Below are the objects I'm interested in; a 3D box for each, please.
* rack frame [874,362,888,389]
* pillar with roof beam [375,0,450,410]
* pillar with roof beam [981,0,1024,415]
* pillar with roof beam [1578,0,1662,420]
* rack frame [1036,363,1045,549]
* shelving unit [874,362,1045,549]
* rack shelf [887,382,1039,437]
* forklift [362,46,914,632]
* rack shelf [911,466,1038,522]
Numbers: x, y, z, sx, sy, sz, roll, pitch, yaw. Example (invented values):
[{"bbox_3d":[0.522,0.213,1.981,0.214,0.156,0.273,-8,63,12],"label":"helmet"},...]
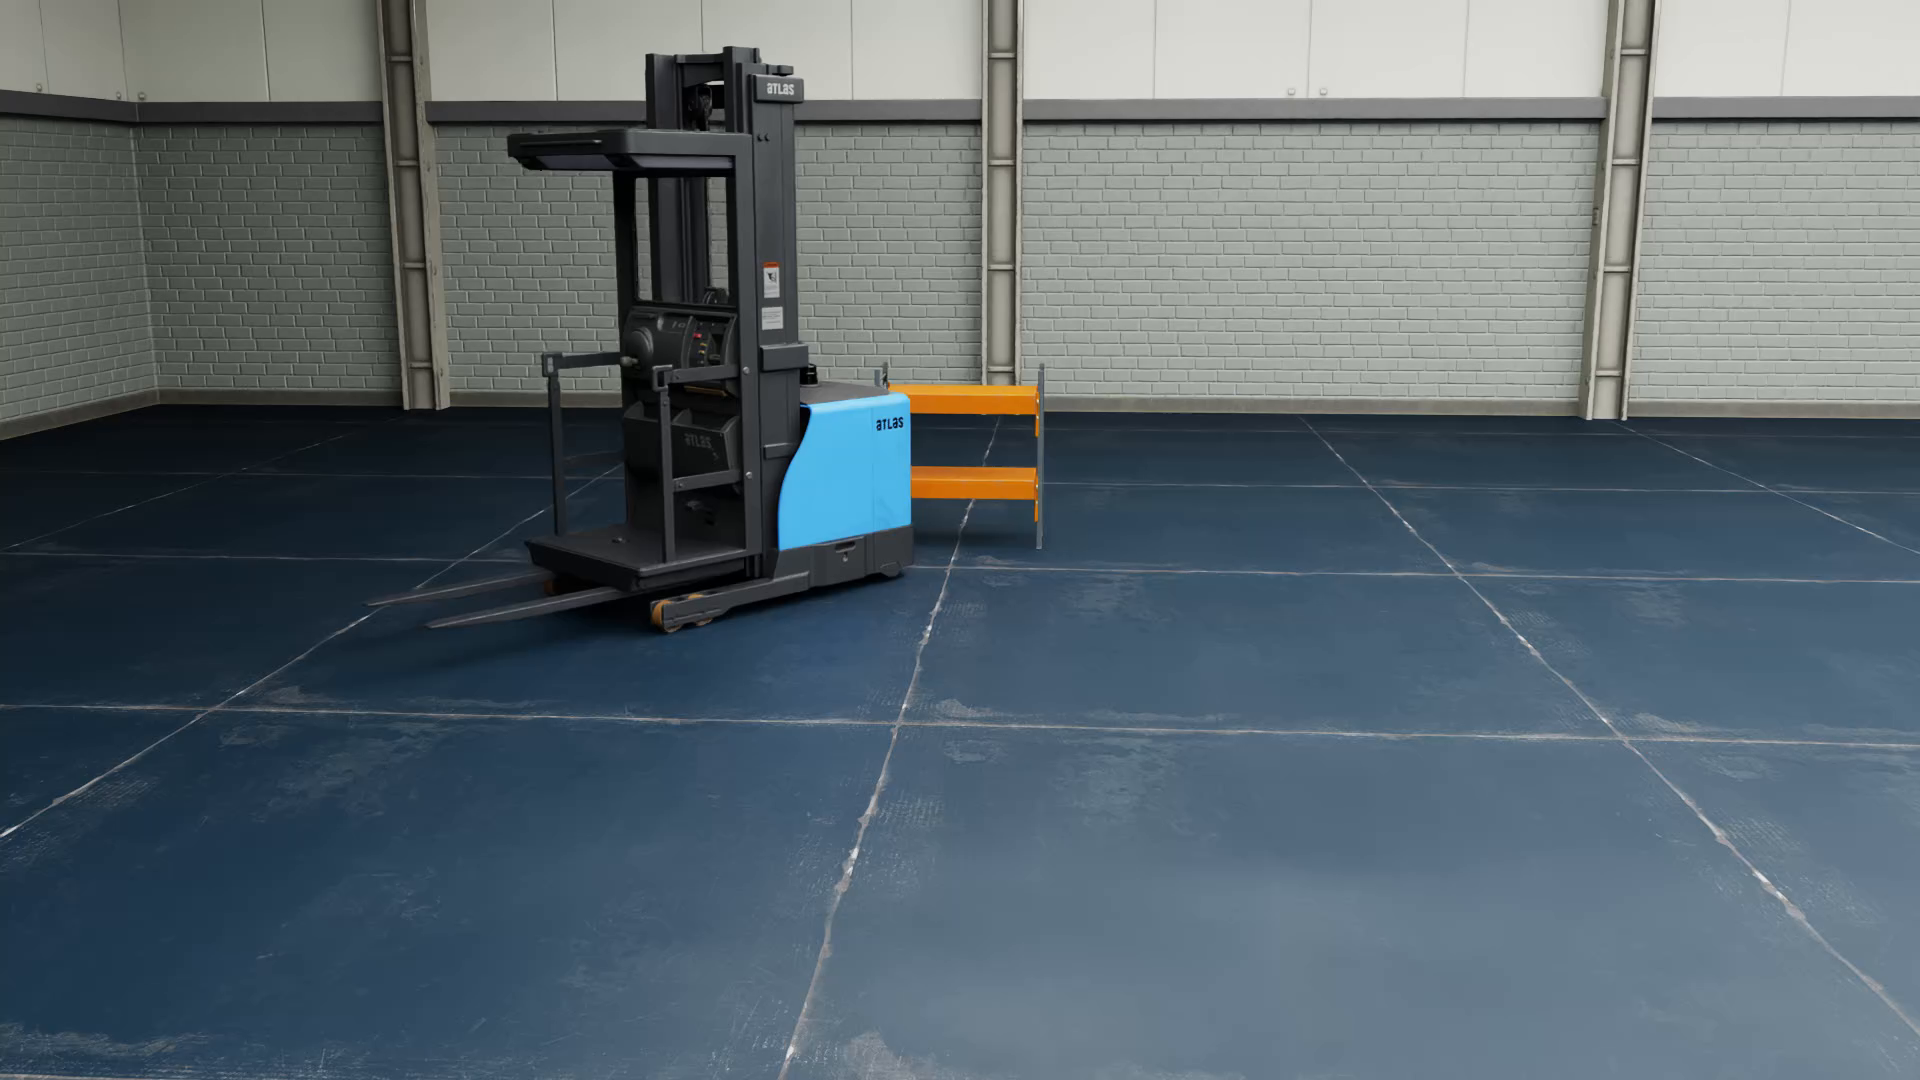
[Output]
[{"bbox_3d":[-0.500,-0.557,10.686,0.032,1.125,0.500,1,12,4],"label":"rack frame"},{"bbox_3d":[-5.855,-4.909,12.255,0.400,9.000,9.100,1,12,4],"label":"pillar with roof beam"},{"bbox_3d":[0.132,-4.826,11.863,0.400,9.000,9.100,1,12,4],"label":"pillar with roof beam"},{"bbox_3d":[6.119,-4.744,11.471,0.400,9.000,9.100,1,12,4],"label":"pillar with roof beam"},{"bbox_3d":[0.514,-0.544,10.619,0.032,1.125,0.500,1,12,4],"label":"rack frame"},{"bbox_3d":[0.007,-0.550,10.652,1.048,1.125,0.538,1,12,4],"label":"shelving unit"},{"bbox_3d":[0.007,-0.837,10.593,1.000,0.278,0.538,1,12,4],"label":"rack shelf"},{"bbox_3d":[-1.655,-1.080,8.771,1.130,2.935,3.031,11,16,43],"label":"forklift"},{"bbox_3d":[0.007,-0.311,10.703,1.000,0.278,0.538,1,12,4],"label":"rack shelf"}]
